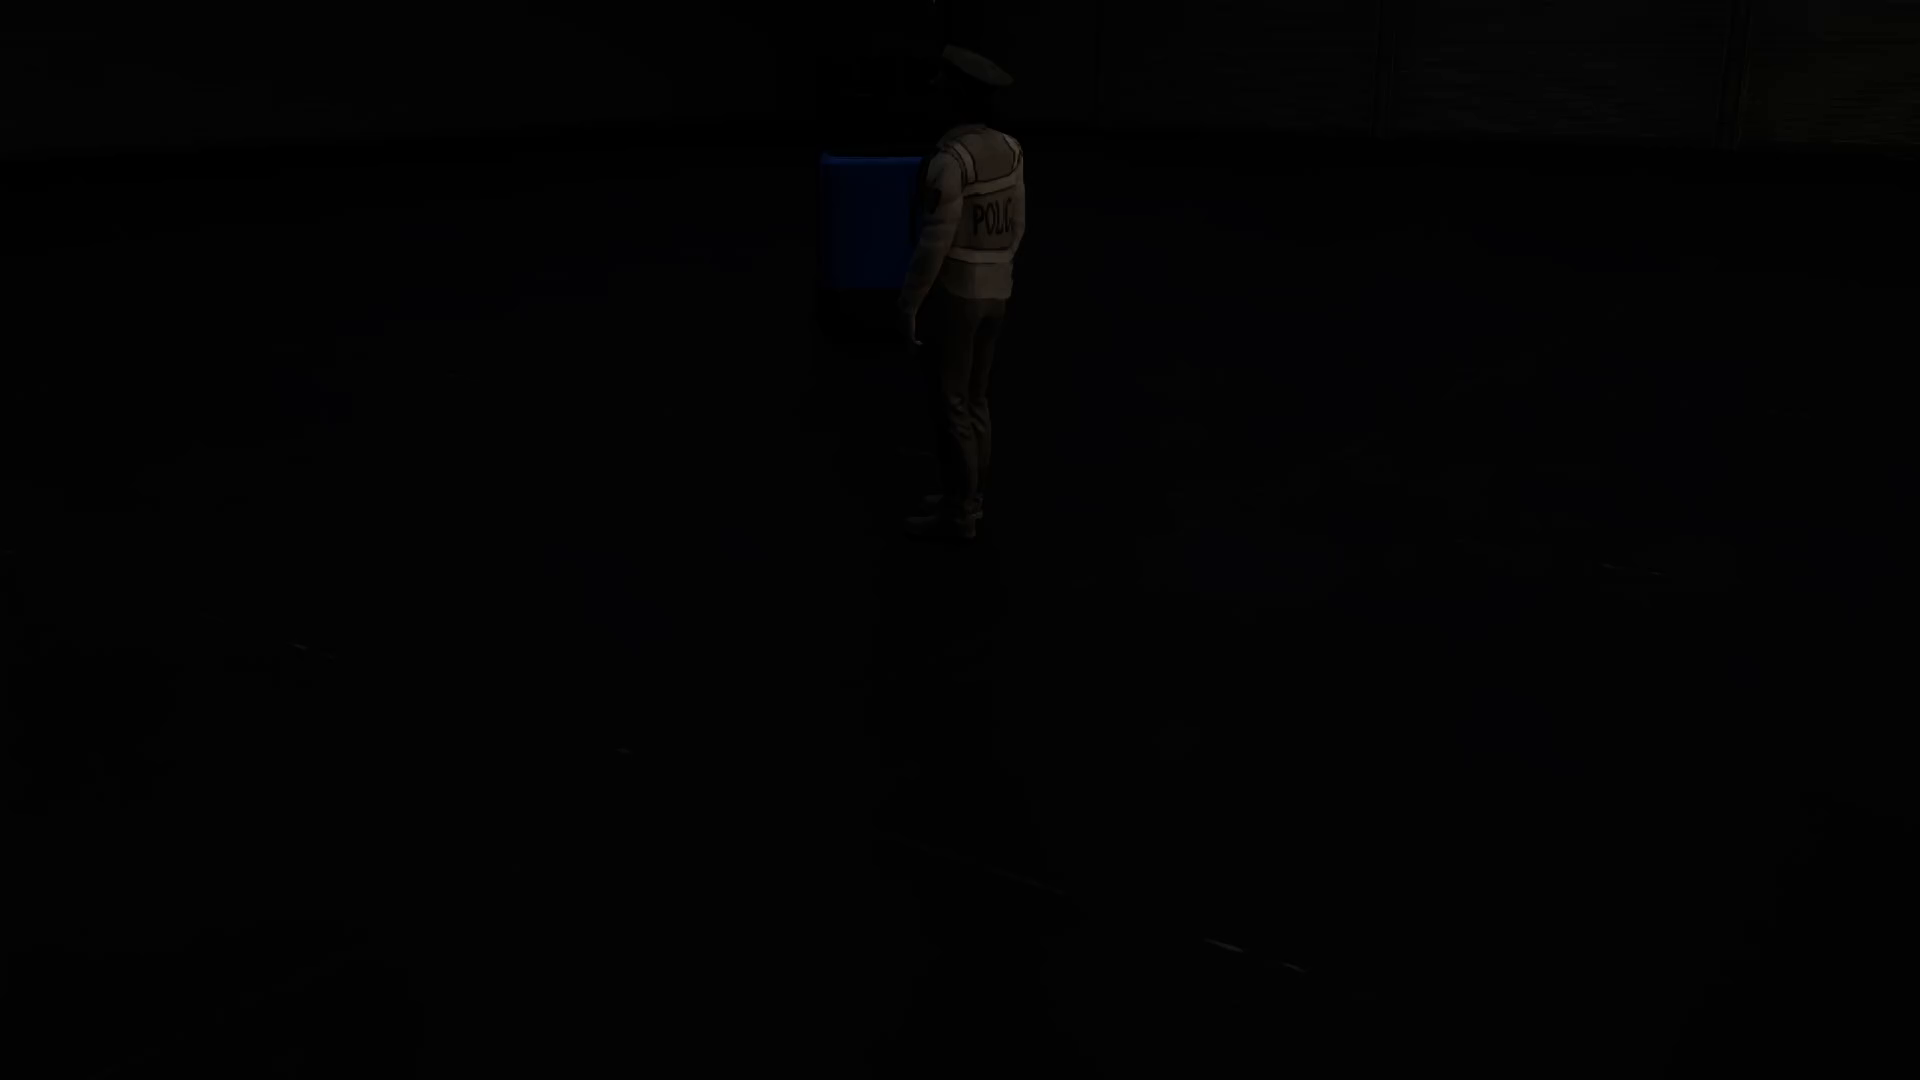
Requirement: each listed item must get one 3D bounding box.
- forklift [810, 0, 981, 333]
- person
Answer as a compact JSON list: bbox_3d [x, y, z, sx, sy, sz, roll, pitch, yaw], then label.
[{"bbox_3d":[-0.434,-3.024,10.944,1.130,2.935,3.031,-2,17,-5],"label":"forklift"},{"bbox_3d":[-0.052,-0.832,5.746,0.533,1.695,0.586,11,20,33],"label":"person"}]
